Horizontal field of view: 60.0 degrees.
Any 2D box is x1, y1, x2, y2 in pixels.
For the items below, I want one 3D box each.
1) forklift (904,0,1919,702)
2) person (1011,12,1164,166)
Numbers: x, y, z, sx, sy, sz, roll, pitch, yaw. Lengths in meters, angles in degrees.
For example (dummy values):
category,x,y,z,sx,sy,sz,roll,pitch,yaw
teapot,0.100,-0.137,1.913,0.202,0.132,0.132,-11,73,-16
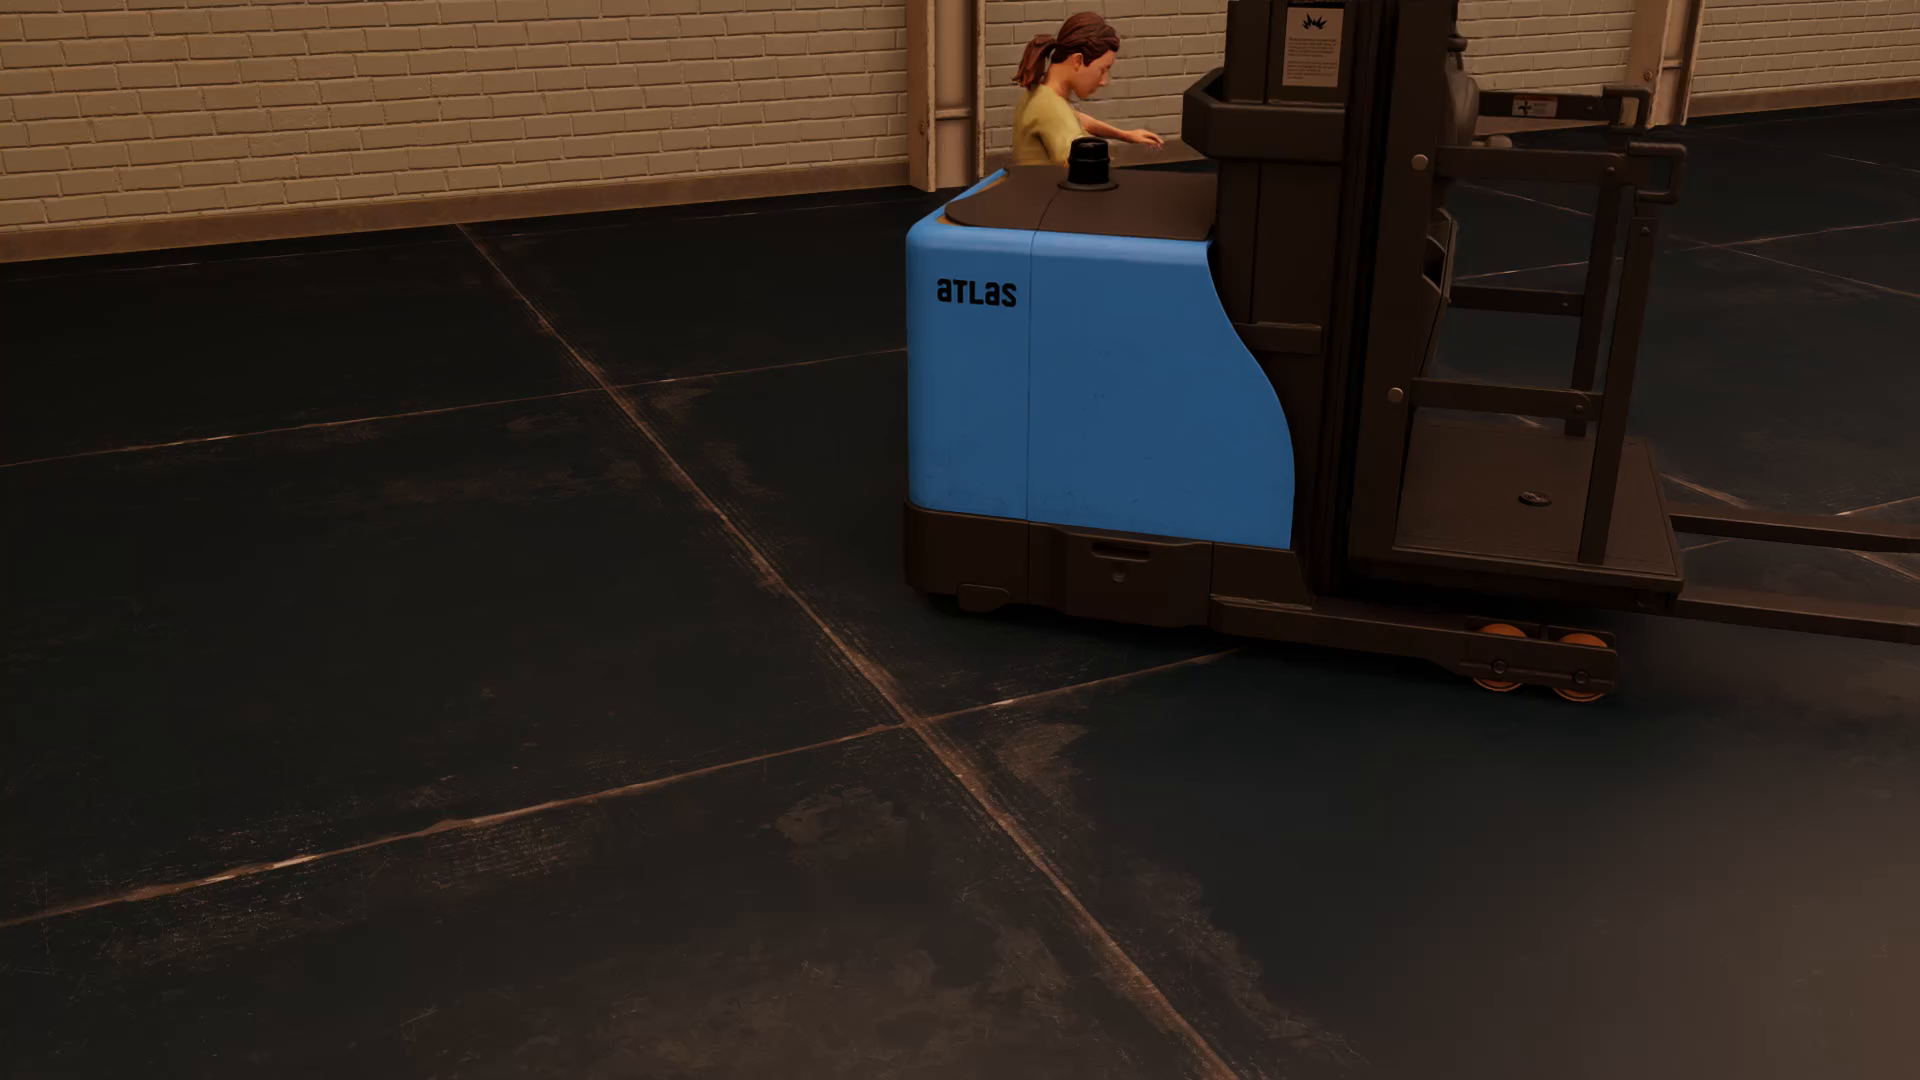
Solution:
category,x,y,z,sx,sy,sz,roll,pitch,yaw
forklift,1.420,-1.179,4.123,3.031,2.935,1.130,7,23,15
person,0.473,-1.046,5.726,0.825,1.486,1.213,-2,23,-4
